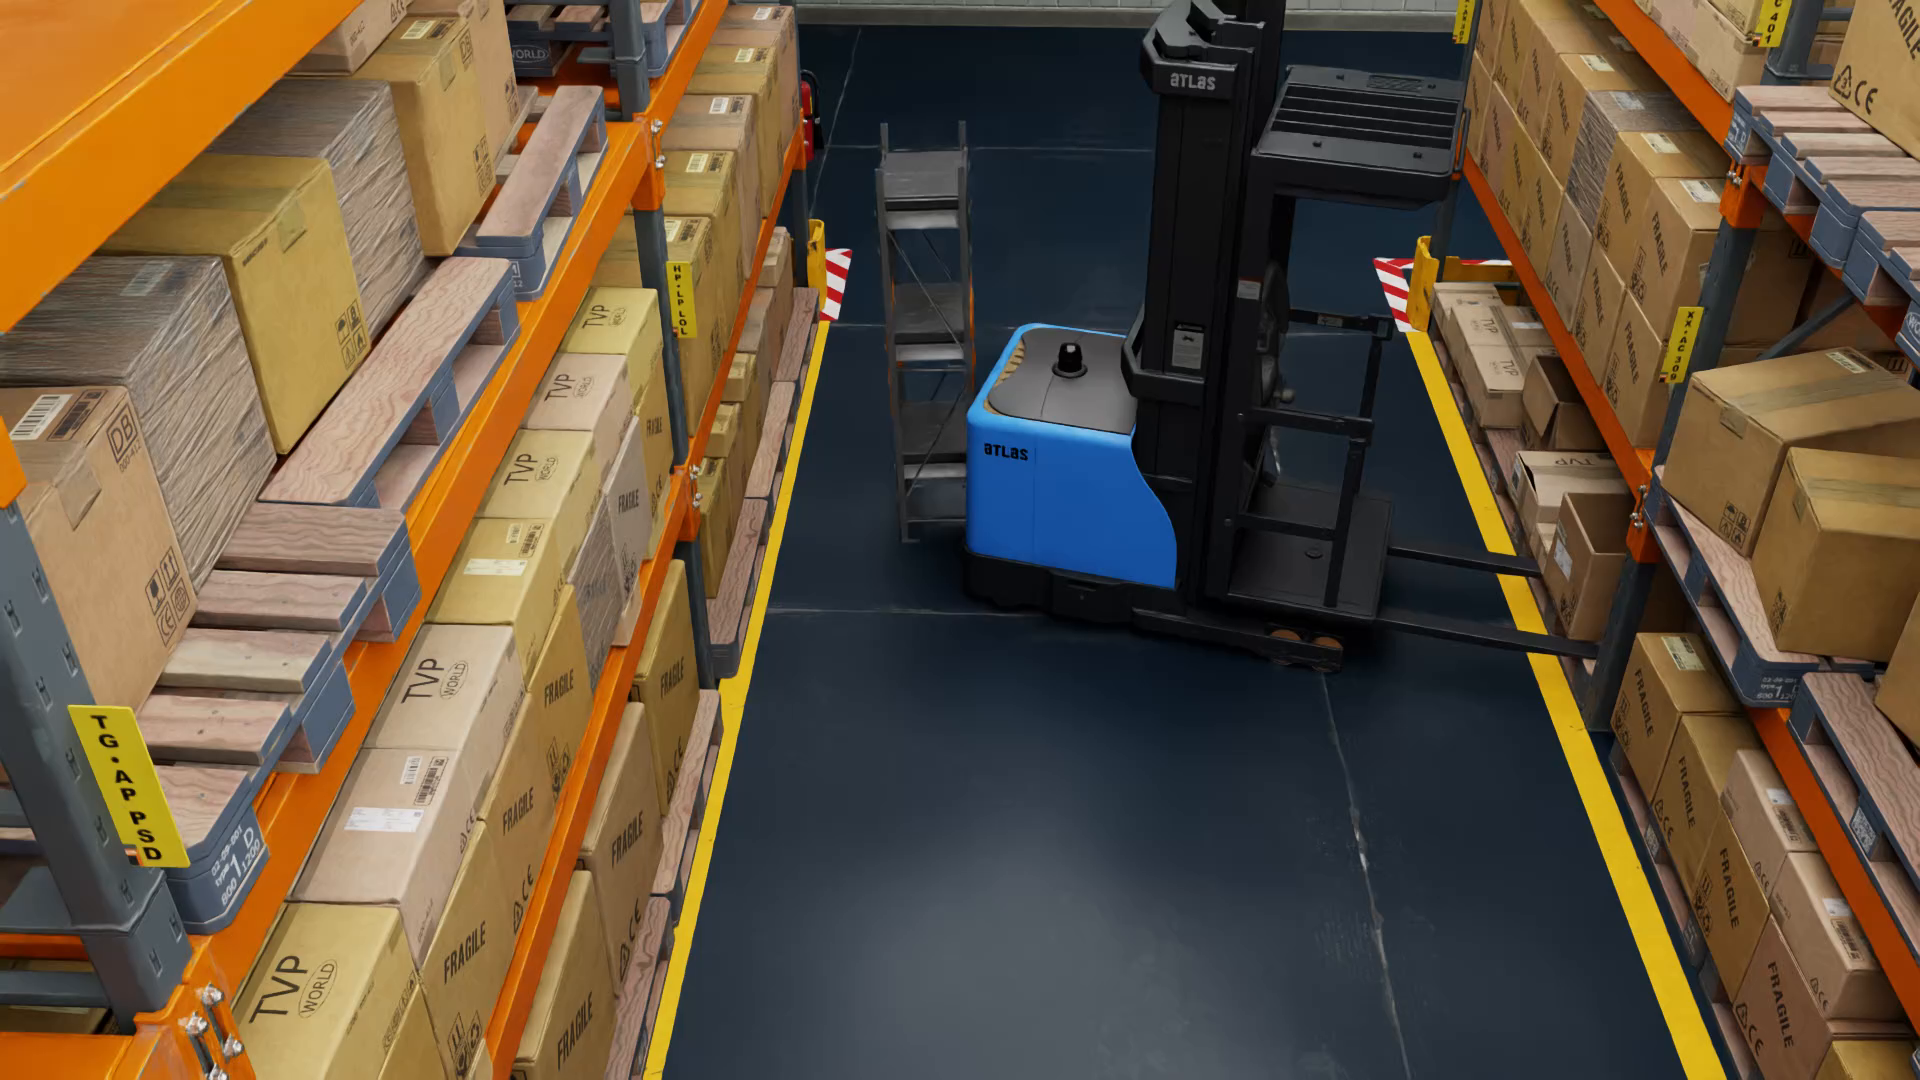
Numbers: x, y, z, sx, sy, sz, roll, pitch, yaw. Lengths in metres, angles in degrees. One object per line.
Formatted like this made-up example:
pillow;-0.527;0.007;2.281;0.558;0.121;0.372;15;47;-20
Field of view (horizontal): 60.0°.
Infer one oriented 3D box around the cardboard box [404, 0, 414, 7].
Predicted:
cardboard box;-1.795;-1.751;4.849;0.500;0.250;0.500;4;35;5

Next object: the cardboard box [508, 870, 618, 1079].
cardboard box;-1.587;1.584;5.337;0.750;0.750;0.750;1;35;2

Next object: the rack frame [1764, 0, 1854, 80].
rack frame;3.321;-2.841;4.912;1.000;3.000;0.127;1;35;2

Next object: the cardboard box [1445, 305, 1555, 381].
cardboard box;3.156;-1.147;9.727;0.500;0.250;0.500;1;35;2

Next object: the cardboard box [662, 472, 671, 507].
cardboard box;-1.360;-0.204;6.578;0.380;0.149;0.250;2;35;2

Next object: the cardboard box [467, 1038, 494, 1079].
cardboard box;-1.431;1.415;4.275;0.380;0.149;0.250;2;35;3

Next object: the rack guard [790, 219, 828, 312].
rack guard;-1.467;-1.788;10.805;1.175;0.500;0.348;1;35;2

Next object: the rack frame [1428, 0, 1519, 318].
rack frame;3.481;-2.685;9.907;1.000;3.000;0.127;1;35;2

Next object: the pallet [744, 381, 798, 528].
pallet;-1.474;-0.496;9.218;1.003;0.211;1.213;1;35;2

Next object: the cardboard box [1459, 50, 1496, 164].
cardboard box;3.200;-2.477;9.524;0.500;0.500;0.500;2;35;3

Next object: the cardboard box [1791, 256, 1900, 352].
cardboard box;3.621;-1.101;6.697;0.500;0.500;0.500;2;35;3

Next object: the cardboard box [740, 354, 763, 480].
cardboard box;-1.450;-0.659;8.833;0.700;0.500;0.500;2;35;3

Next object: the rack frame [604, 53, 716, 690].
rack frame;-1.629;-0.499;6.797;1.000;3.000;0.127;1;35;2

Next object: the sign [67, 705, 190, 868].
sign;-1.248;0.374;2.496;0.100;0.325;0.005;1;35;2

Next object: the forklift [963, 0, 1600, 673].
forklift;1.590;-0.920;7.456;3.031;2.935;1.130;10;36;14

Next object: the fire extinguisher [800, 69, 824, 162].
fire extinguisher;-1.001;-2.689;10.305;0.296;0.674;0.183;1;35;2

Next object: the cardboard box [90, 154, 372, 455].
cardboard box;-1.824;-0.552;3.794;0.700;0.500;0.500;3;35;4

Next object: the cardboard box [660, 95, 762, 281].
cardboard box;-1.537;-1.770;8.345;0.980;0.700;0.700;0;35;0

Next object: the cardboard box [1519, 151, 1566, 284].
cardboard box;3.140;-1.605;8.284;0.500;0.500;0.500;2;35;3

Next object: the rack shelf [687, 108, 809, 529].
rack shelf;-1.549;-1.354;8.639;1.077;0.370;4.000;1;35;2

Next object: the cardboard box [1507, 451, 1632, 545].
cardboard box;3.090;-0.231;8.372;0.500;0.311;0.500;1;35;2

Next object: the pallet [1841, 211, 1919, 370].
pallet;3.186;-0.568;4.450;1.213;0.211;1.003;1;35;2

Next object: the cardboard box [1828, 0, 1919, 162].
cardboard box;3.227;-1.580;5.187;0.600;0.600;0.600;-2;35;-3

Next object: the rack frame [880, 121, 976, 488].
rack frame;-0.135;-1.120;8.407;0.400;2.100;0.015;-1;38;2

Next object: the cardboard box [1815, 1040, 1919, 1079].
cardboard box;2.984;1.914;5.155;0.500;0.500;0.500;0;35;0

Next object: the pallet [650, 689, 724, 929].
pallet;-1.585;1.087;6.965;1.003;0.211;1.213;1;35;2

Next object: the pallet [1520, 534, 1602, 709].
pallet;3.349;0.360;8.000;1.003;0.211;1.213;1;35;2

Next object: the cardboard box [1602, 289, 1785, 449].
cardboard box;3.085;-0.721;7.026;0.500;0.500;0.500;2;35;3

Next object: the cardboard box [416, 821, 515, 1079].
cardboard box;-1.484;1.055;4.223;0.500;0.500;0.500;2;35;3

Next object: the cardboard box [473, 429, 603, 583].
cardboard box;-1.443;-0.116;5.236;0.500;0.250;0.500;2;35;3

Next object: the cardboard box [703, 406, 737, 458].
cardboard box;-1.300;-0.533;8.090;0.380;0.149;0.250;2;35;3

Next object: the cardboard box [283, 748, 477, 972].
cardboard box;-1.493;0.758;3.993;0.500;0.250;0.500;1;35;1

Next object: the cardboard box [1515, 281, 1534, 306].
cardboard box;3.706;-1.524;10.047;0.500;0.500;0.500;1;35;2

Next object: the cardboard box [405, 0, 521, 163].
cardboard box;-1.774;-1.444;5.063;0.700;0.500;0.500;0;35;-1

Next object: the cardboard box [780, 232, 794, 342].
cardboard box;-1.397;-1.542;10.089;0.700;0.500;0.500;1;35;2

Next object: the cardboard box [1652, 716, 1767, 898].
cardboard box;3.048;1.035;6.406;0.500;0.500;0.500;2;35;3

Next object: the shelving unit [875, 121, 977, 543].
shelving unit;-0.137;-0.970;8.214;0.431;2.100;0.503;-1;38;2

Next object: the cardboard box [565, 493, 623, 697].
cardboard box;-1.435;0.183;5.464;0.500;0.500;0.500;1;35;2

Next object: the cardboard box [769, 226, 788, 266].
cardboard box;-1.220;-1.729;9.792;0.380;0.149;0.250;1;35;1

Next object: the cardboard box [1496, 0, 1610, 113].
cardboard box;3.187;-2.585;8.809;0.500;0.500;0.500;2;35;2

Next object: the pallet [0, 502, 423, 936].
pallet;-1.817;0.278;3.247;1.213;0.211;1.003;3;35;4

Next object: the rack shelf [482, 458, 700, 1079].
rack shelf;-1.709;0.944;5.369;1.077;0.370;4.000;1;35;2

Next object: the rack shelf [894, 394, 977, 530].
rack shelf;-0.111;-0.407;8.651;0.431;0.518;0.480;-1;38;2

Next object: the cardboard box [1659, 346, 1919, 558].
cardboard box;3.078;-0.332;6.108;0.700;0.500;0.500;-10;36;-14

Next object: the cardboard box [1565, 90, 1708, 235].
cardboard box;3.121;-1.717;7.574;0.500;0.500;0.500;2;35;2

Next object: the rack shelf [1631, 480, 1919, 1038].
rack shelf;3.241;1.057;5.209;1.077;0.370;4.000;1;35;2

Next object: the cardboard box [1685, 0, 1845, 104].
cardboard box;3.075;-1.838;6.224;0.500;0.250;0.500;1;35;2

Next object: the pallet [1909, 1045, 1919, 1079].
pallet;3.117;1.599;3.979;1.213;0.211;1.003;1;35;2
